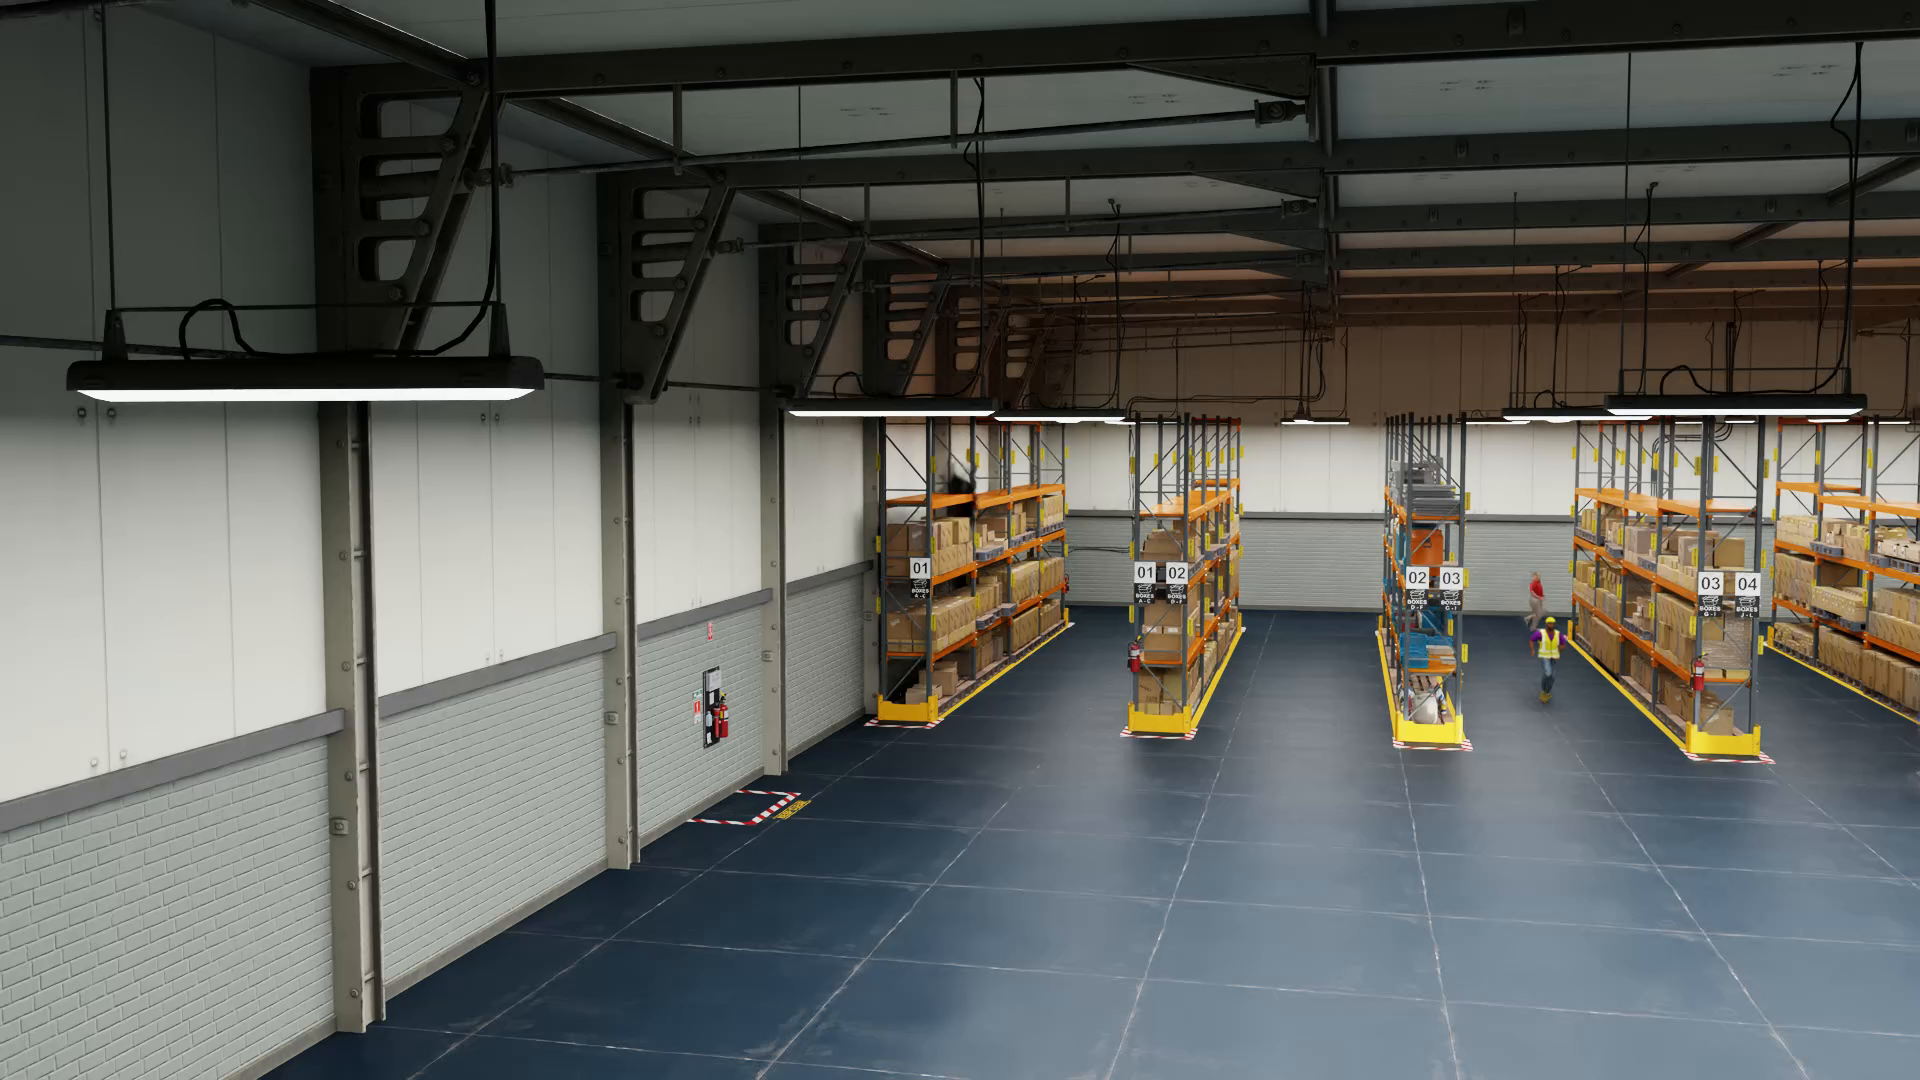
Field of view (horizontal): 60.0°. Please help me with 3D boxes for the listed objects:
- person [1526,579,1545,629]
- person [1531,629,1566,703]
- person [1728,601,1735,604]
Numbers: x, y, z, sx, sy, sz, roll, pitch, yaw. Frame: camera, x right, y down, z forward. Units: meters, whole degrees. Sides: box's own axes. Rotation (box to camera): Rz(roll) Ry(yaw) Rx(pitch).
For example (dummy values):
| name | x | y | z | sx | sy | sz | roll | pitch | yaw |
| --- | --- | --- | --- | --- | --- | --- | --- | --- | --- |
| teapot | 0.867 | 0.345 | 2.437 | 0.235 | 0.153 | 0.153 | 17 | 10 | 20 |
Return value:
| name | x | y | z | sx | sy | sz | roll | pitch | yaw |
| --- | --- | --- | --- | --- | --- | --- | --- | --- | --- |
| person | 16.164 | 1.802 | 46.588 | 0.408 | 1.390 | 0.675 | 2 | 4 | 31 |
| person | 12.313 | 2.617 | 34.832 | 0.646 | 1.529 | 0.497 | 0 | 4 | -1 |
| person | 19.798 | 1.968 | 42.853 | 0.677 | 1.740 | 0.686 | 1 | 4 | 20 |
